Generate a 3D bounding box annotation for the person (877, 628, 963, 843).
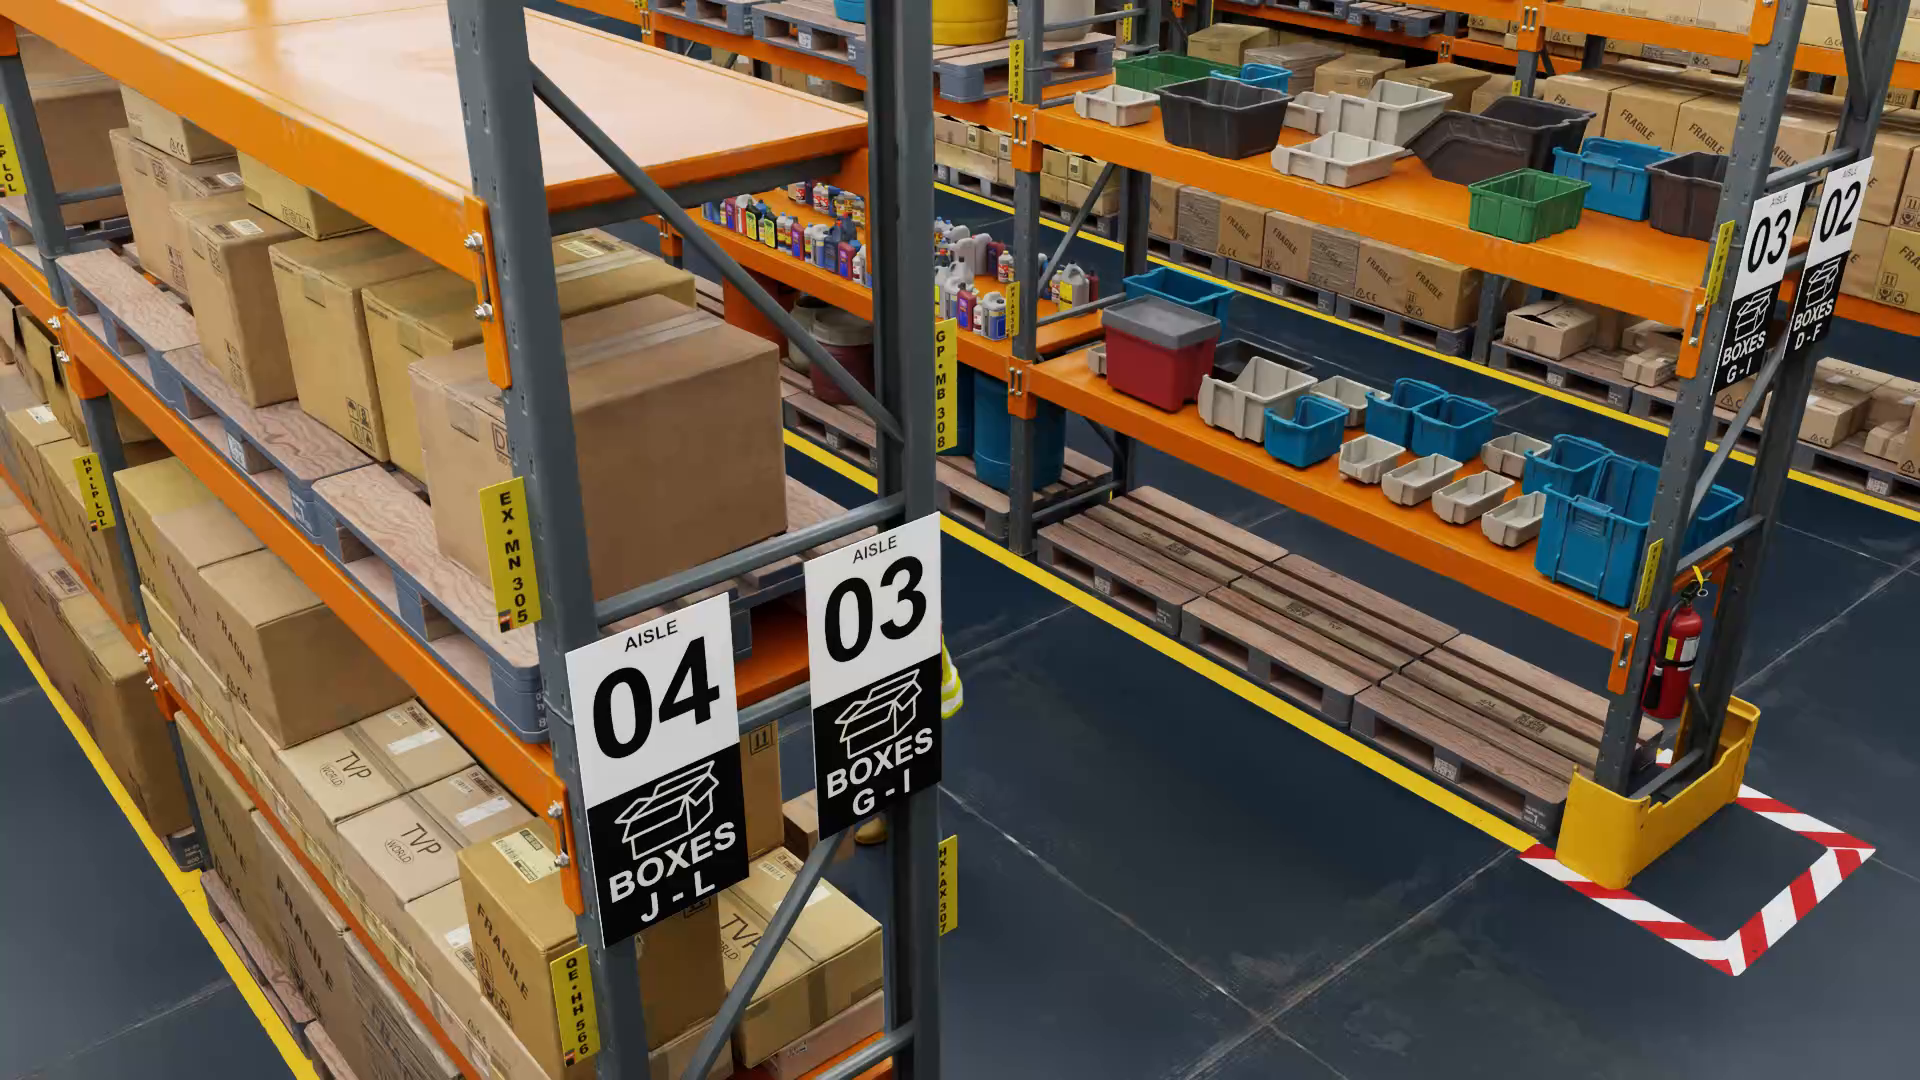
[{"bbox_3d":[-0.286,0.759,7.489,0.644,1.505,0.621,-21,35,-34],"label":"person"}]
